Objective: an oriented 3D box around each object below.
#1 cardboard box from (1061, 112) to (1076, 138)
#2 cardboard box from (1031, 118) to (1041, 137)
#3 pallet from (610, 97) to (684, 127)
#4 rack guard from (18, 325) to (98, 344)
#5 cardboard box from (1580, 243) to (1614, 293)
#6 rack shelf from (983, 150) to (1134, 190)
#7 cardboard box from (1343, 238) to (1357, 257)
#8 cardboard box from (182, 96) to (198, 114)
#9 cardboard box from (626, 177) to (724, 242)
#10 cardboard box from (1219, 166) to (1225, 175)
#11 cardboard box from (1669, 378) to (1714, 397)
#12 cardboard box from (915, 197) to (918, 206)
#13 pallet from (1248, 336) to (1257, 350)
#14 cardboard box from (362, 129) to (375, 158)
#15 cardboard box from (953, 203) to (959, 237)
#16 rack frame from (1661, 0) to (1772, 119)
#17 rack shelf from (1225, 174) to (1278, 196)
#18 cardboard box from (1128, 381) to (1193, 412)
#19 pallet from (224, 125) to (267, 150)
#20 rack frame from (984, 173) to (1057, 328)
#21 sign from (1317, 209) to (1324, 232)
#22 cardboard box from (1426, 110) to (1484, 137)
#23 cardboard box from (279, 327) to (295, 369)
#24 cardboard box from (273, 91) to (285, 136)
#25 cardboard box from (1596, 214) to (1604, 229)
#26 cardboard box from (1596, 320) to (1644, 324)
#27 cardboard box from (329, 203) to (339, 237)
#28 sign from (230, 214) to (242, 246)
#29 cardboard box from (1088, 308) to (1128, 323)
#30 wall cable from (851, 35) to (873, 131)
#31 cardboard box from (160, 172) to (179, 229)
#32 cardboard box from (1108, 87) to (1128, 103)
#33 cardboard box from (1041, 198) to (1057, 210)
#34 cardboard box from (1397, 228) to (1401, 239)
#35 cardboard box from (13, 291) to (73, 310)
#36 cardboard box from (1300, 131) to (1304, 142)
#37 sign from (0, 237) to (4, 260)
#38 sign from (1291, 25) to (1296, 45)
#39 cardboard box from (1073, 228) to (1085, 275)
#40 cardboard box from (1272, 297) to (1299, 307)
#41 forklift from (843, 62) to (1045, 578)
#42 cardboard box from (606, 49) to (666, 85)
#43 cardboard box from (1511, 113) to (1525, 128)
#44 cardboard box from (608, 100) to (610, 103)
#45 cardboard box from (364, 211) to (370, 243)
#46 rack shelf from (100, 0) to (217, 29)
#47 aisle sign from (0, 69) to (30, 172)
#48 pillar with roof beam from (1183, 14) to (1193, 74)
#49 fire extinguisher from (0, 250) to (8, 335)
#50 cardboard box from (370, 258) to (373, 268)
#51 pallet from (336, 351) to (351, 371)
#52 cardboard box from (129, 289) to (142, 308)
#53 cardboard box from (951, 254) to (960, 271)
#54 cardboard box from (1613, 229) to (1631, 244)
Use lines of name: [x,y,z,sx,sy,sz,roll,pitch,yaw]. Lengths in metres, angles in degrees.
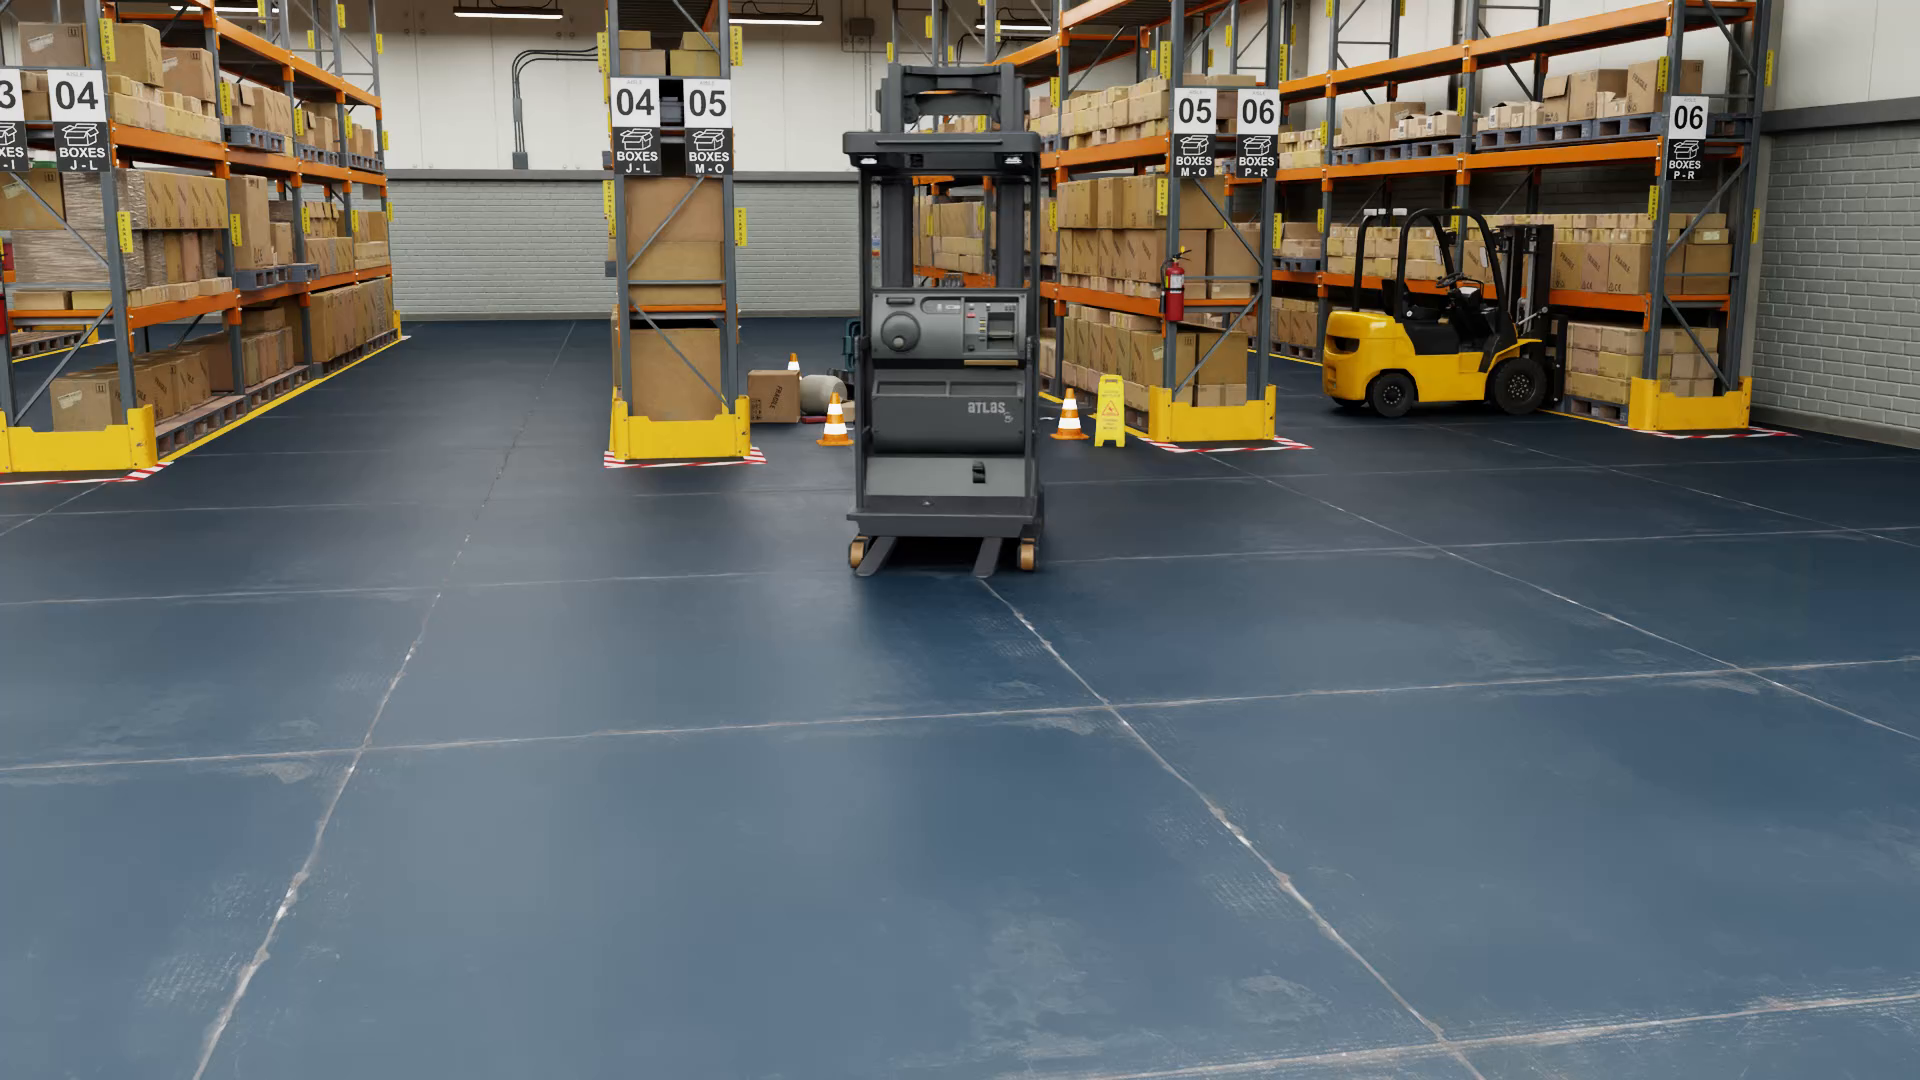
cardboard box: [1.433,-4.610,18.478,0.500,0.250,0.500,-2,11,-12]
cardboard box: [1.169,-5.049,20.458,0.500,0.250,0.500,-2,11,-10]
pallet: [-2.596,-3.788,14.792,1.003,0.211,1.213,-2,11,-11]
rack guard: [-15.314,-3.591,28.227,1.175,0.500,0.348,-2,11,-11]
cardboard box: [6.818,-2.828,17.263,0.500,0.500,0.500,-2,11,-9]
rack shelf: [1.227,-4.642,20.963,1.077,0.370,4.000,-2,11,-11]
cardboard box: [5.650,-4.059,23.065,0.500,0.250,0.500,-2,11,-9]
cardboard box: [-7.583,-4.196,16.032,0.380,0.149,0.250,-2,11,-13]
cardboard box: [-2.476,-2.896,14.601,0.875,0.550,0.550,-2,11,-11]
cardboard box: [4.569,-6.208,27.943,0.380,0.149,0.250,-2,11,-11]
cardboard box: [7.359,-1.555,17.075,0.500,0.250,0.500,-2,11,-11]
cardboard box: [-0.561,-5.807,28.508,0.380,0.149,0.250,-2,11,-11]
pallet: [5.124,-3.285,27.394,1.003,0.211,1.213,-2,11,-11]
cardboard box: [-10.285,-6.680,28.089,0.700,0.500,0.500,-3,11,-14]
cardboard box: [0.192,-4.792,24.910,0.500,0.500,0.500,-2,11,-12]
rack frame: [7.263,-5.549,15.785,1.000,3.000,0.127,-2,11,-11]
rack shelf: [4.540,-6.290,29.624,1.077,0.370,4.000,-2,11,-11]
cardboard box: [1.969,-1.420,16.363,0.500,0.250,0.500,-2,11,-11]
pallet: [-8.120,-4.293,17.708,1.213,0.211,1.003,-2,11,-11]
rack frame: [0.838,-3.888,23.103,1.000,3.000,0.127,-2,11,-11]
sign: [5.176,-4.578,23.842,0.100,0.325,0.005,-2,11,-11]
cardboard box: [6.105,-5.145,20.531,0.500,0.311,0.500,-2,11,-13]
cardboard box: [-8.732,-2.394,20.761,0.700,0.500,0.500,-3,11,-14]
cardboard box: [-8.434,-5.124,19.969,0.500,0.500,0.500,-2,11,-11]
cardboard box: [6.855,-3.314,17.286,0.380,0.149,0.250,-2,11,-11]
cardboard box: [7.167,-2.228,17.935,0.500,0.250,0.500,-2,11,-11]
cardboard box: [-9.528,-4.687,24.347,0.797,0.503,0.637,-2,11,-12]
sign: [-7.574,-3.241,17.385,0.100,0.325,0.005,-2,11,-11]
cardboard box: [1.589,-2.411,17.830,0.380,0.149,0.250,-1,11,-8]
wall cable: [-2.100,-9.336,35.678,0.463,3.000,0.029,-2,11,-11]
cardboard box: [-7.355,-3.042,14.917,0.500,0.500,0.500,-2,11,-11]
cardboard box: [1.708,-4.494,16.804,0.380,0.149,0.250,-2,11,-10]
cardboard box: [1.158,-4.077,20.175,0.380,0.149,0.250,-2,11,-13]
cardboard box: [5.923,-3.992,21.643,0.380,0.149,0.250,-2,11,-11]
cardboard box: [-7.584,-1.982,13.760,0.380,0.149,0.250,-2,11,-11]
cardboard box: [5.293,-6.011,24.772,0.380,0.149,0.250,-2,11,-12]
sign: [-13.979,-4.237,24.195,0.100,0.325,0.005,-2,11,-11]
sign: [5.472,-8.308,27.358,0.100,0.325,0.005,-2,11,-11]
cardboard box: [1.549,-3.168,18.255,0.500,0.500,0.500,-2,11,-11]
cardboard box: [5.134,-3.739,26.146,0.380,0.149,0.250,-2,11,-11]
forklift: [-0.078,-1.318,9.781,1.130,2.935,3.031,1,11,4]
cardboard box: [-2.811,-4.104,14.427,0.500,0.250,0.500,-2,11,-10]
cardboard box: [6.423,-4.707,18.664,0.380,0.149,0.250,-2,11,-9]
cardboard box: [-2.937,-3.970,14.792,0.380,0.149,0.250,-2,11,-10]
cardboard box: [-9.697,-4.985,26.467,0.500,0.500,0.500,-2,11,-13]
rack shelf: [-7.715,-5.020,14.935,1.077,0.370,4.000,-2,11,-11]
aisle sign: [-7.609,-3.315,13.141,0.394,0.787,0.004,-2,11,-11]
pillar with roof beam: [0.288,-8.855,33.151,9.100,9.000,0.548,-2,11,-11]
fire extinguisher: [-7.756,-1.985,13.310,0.296,0.674,0.183,-2,11,-11]
cardboard box: [-9.644,-4.442,26.685,0.380,0.149,0.250,-2,11,-10]
pallet: [-9.196,-2.529,23.418,1.003,0.211,1.213,-2,11,-11]
cardboard box: [-7.178,-2.045,14.089,0.380,0.149,0.250,-2,11,-11]
cardboard box: [0.161,-4.177,25.018,0.500,0.250,0.500,-2,11,-12]
cardboard box: [6.841,-3.069,16.797,0.380,0.149,0.250,-2,11,-10]
